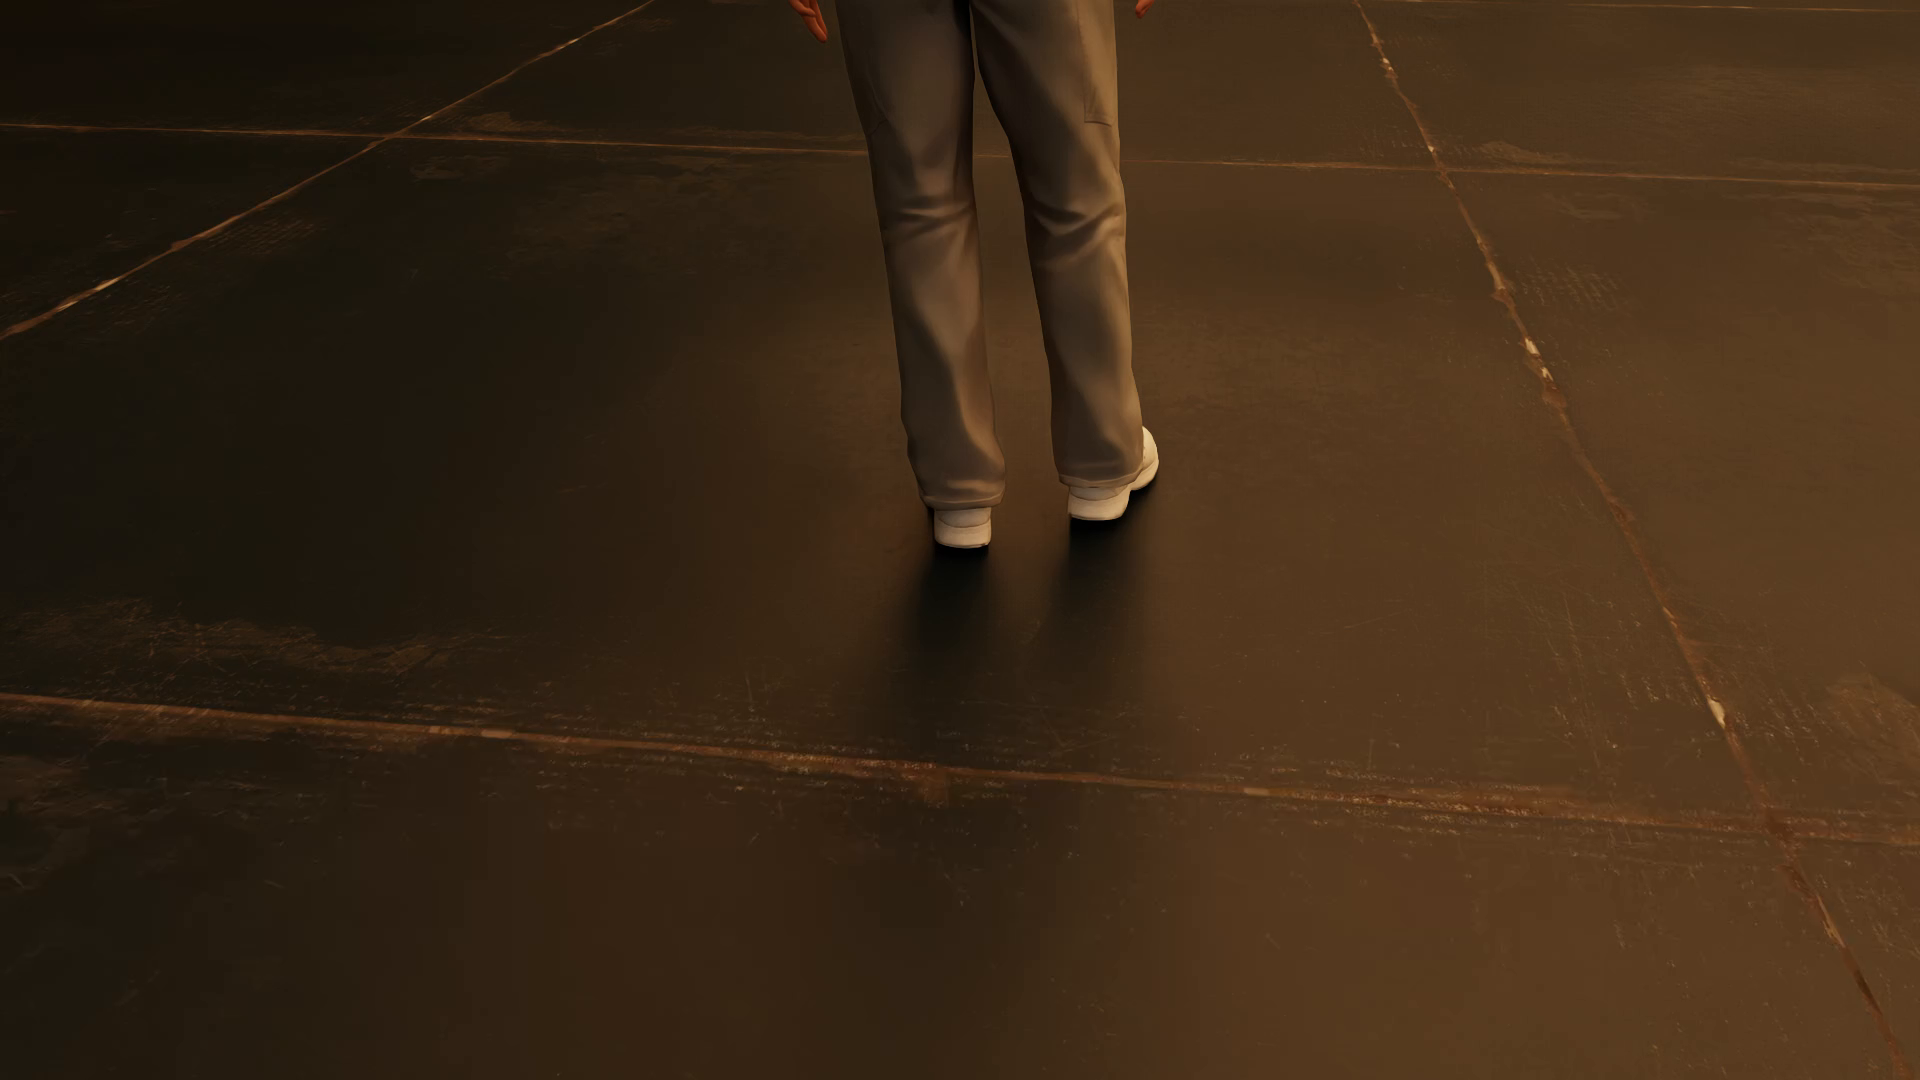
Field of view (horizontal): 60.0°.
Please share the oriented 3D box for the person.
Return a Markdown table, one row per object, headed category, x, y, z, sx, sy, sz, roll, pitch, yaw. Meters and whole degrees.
| category | x | y | z | sx | sy | sz | roll | pitch | yaw |
| --- | --- | --- | --- | --- | --- | --- | --- | --- | --- |
| person | 0.024 | -0.788 | 2.187 | 0.549 | 1.673 | 0.548 | 3 | 27 | 7 |
